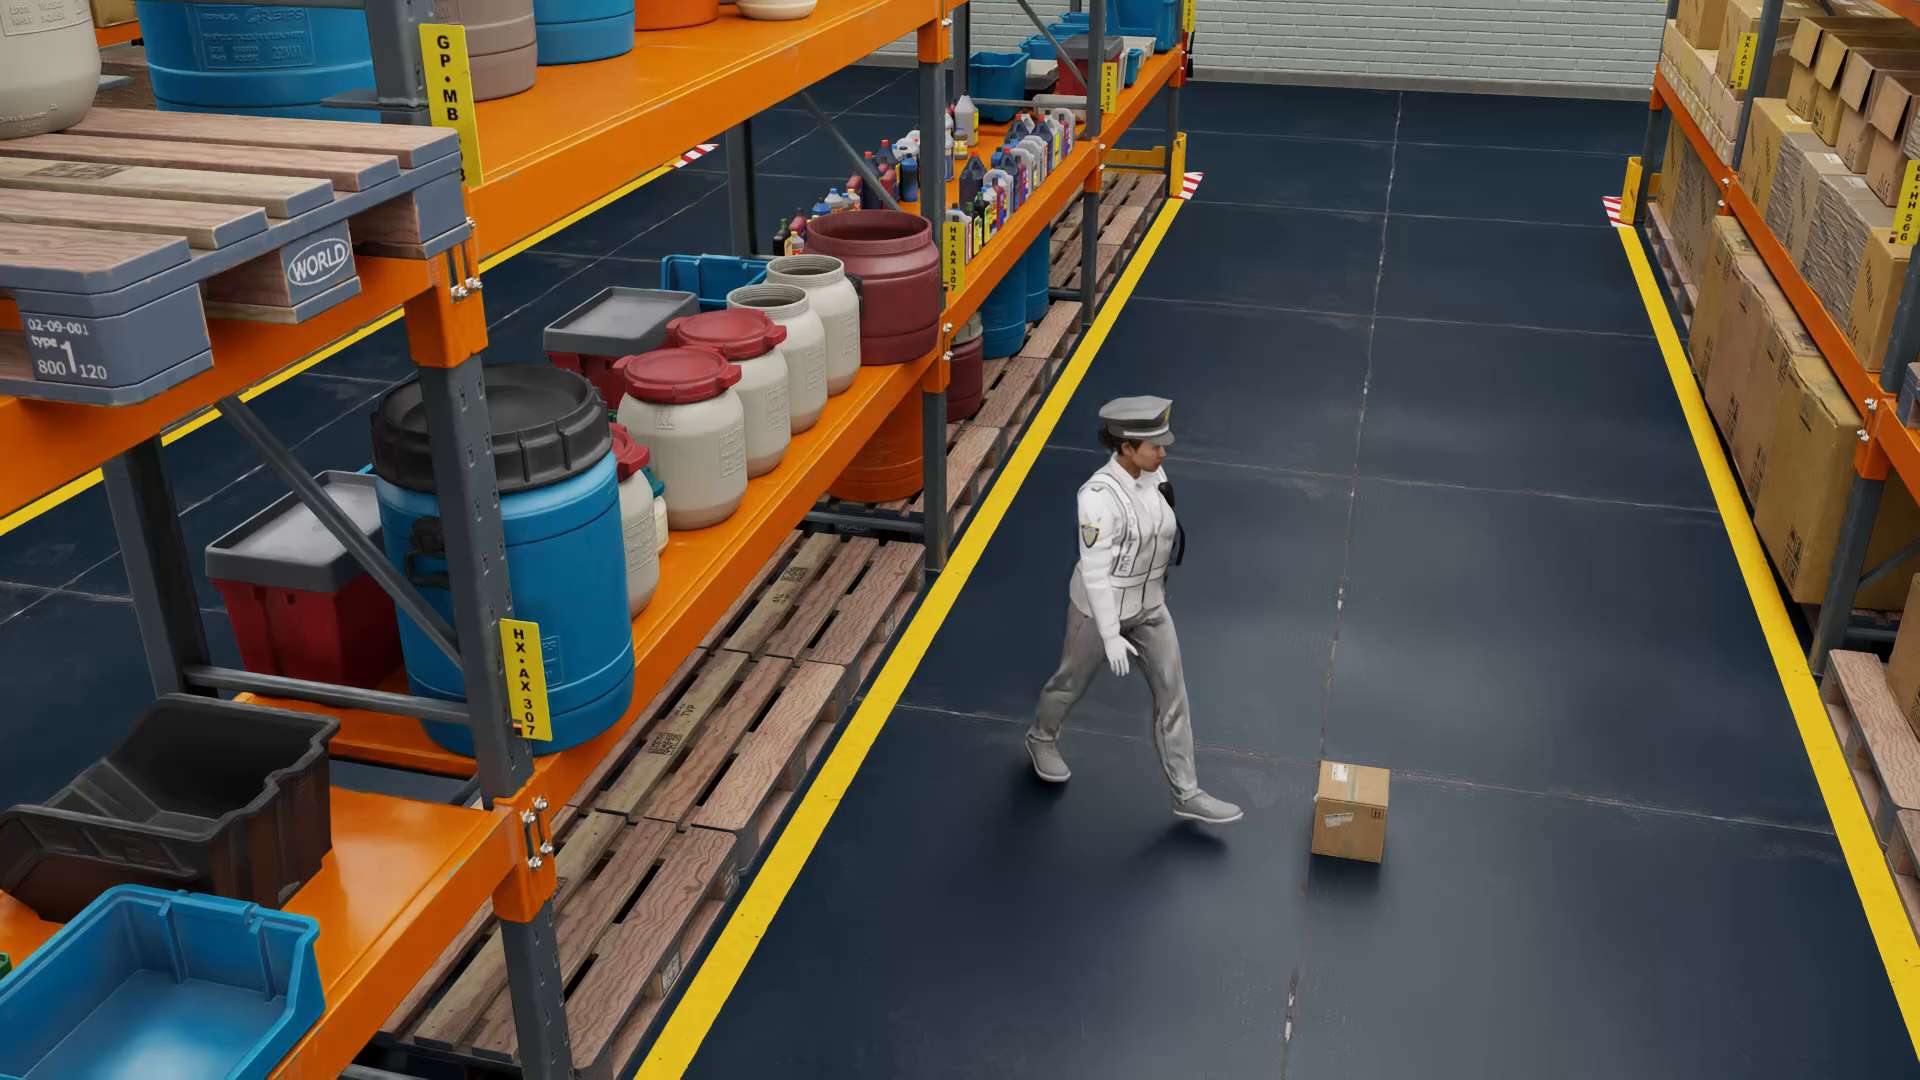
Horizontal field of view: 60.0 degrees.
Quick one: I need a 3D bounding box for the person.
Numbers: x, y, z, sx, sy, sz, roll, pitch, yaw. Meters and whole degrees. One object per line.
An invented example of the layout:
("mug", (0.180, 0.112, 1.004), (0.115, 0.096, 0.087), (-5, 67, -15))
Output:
("person", (0.800, 0.246, 6.053), (0.801, 1.635, 0.483), (22, 33, 38))
